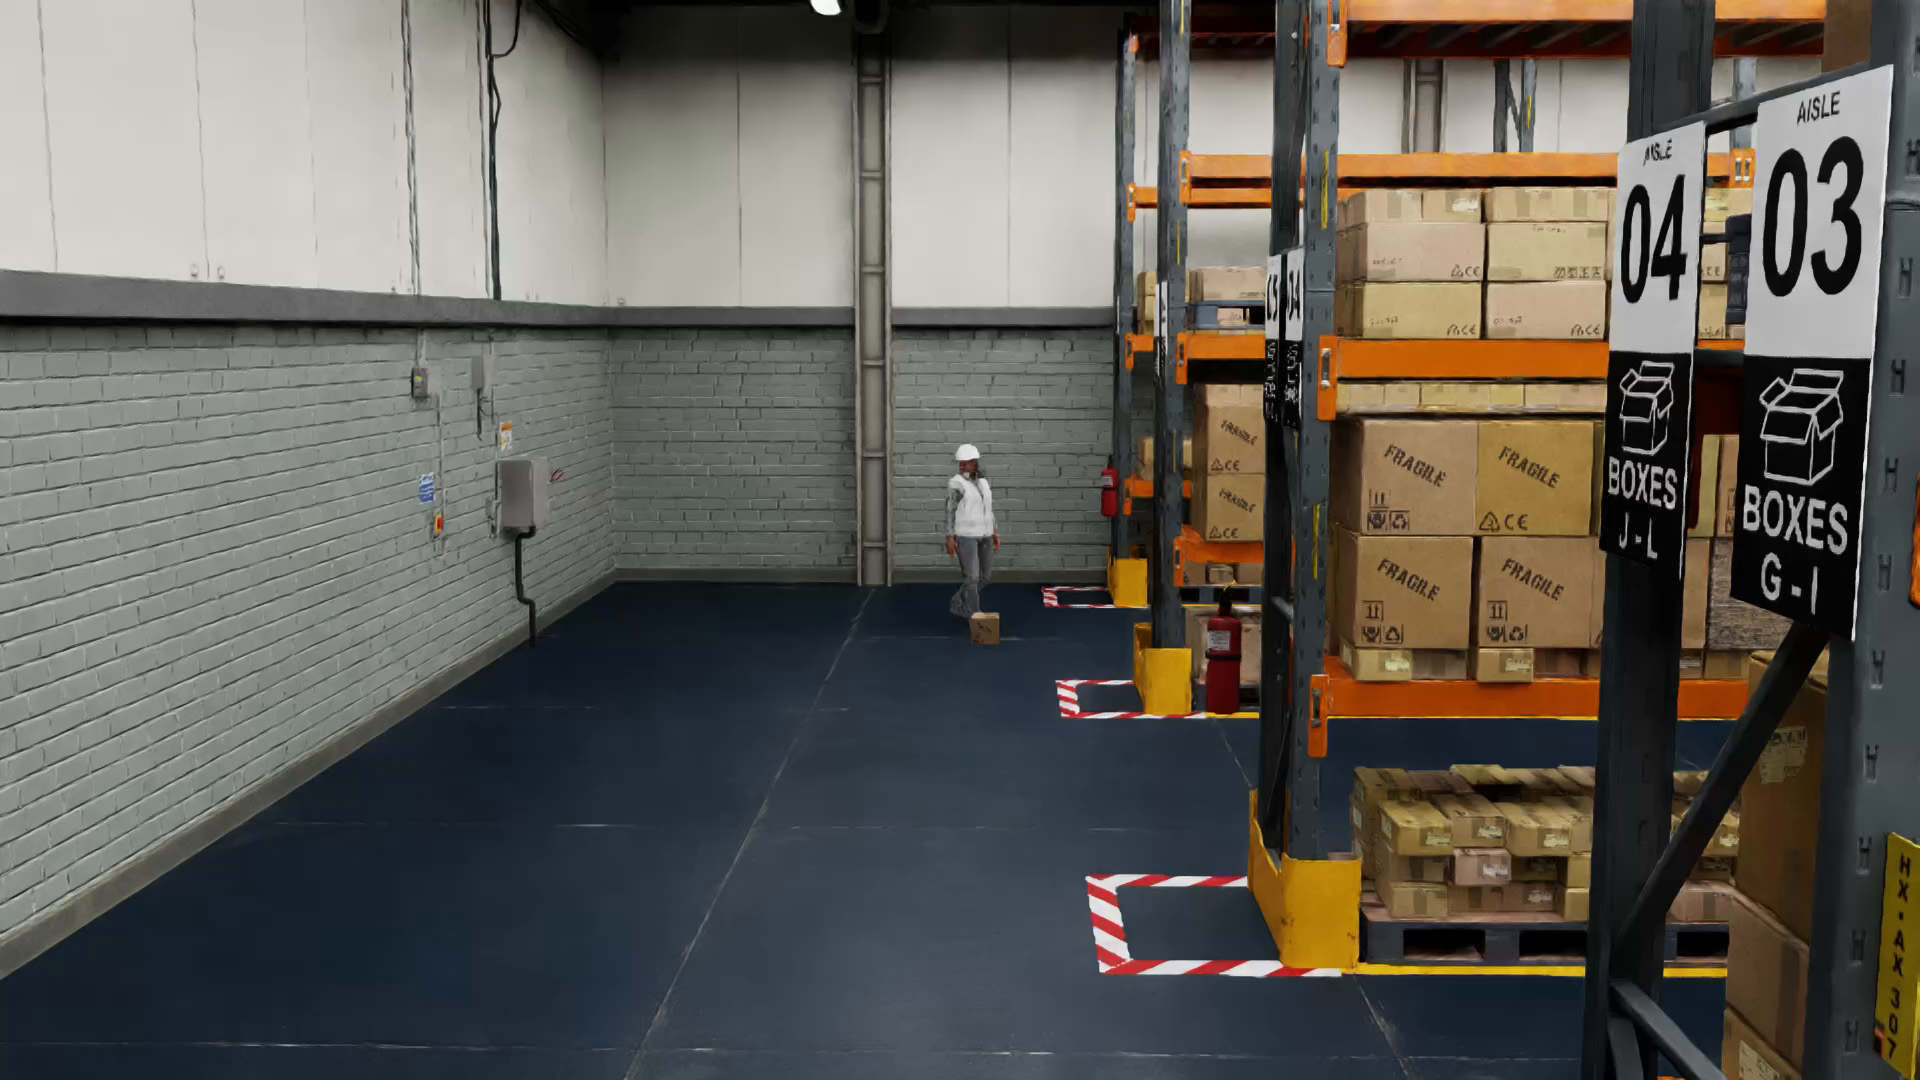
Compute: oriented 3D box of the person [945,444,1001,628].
[{"bbox_3d":[0.099,-0.046,16.010,0.624,1.769,0.586,6,10,42],"label":"person"}]
